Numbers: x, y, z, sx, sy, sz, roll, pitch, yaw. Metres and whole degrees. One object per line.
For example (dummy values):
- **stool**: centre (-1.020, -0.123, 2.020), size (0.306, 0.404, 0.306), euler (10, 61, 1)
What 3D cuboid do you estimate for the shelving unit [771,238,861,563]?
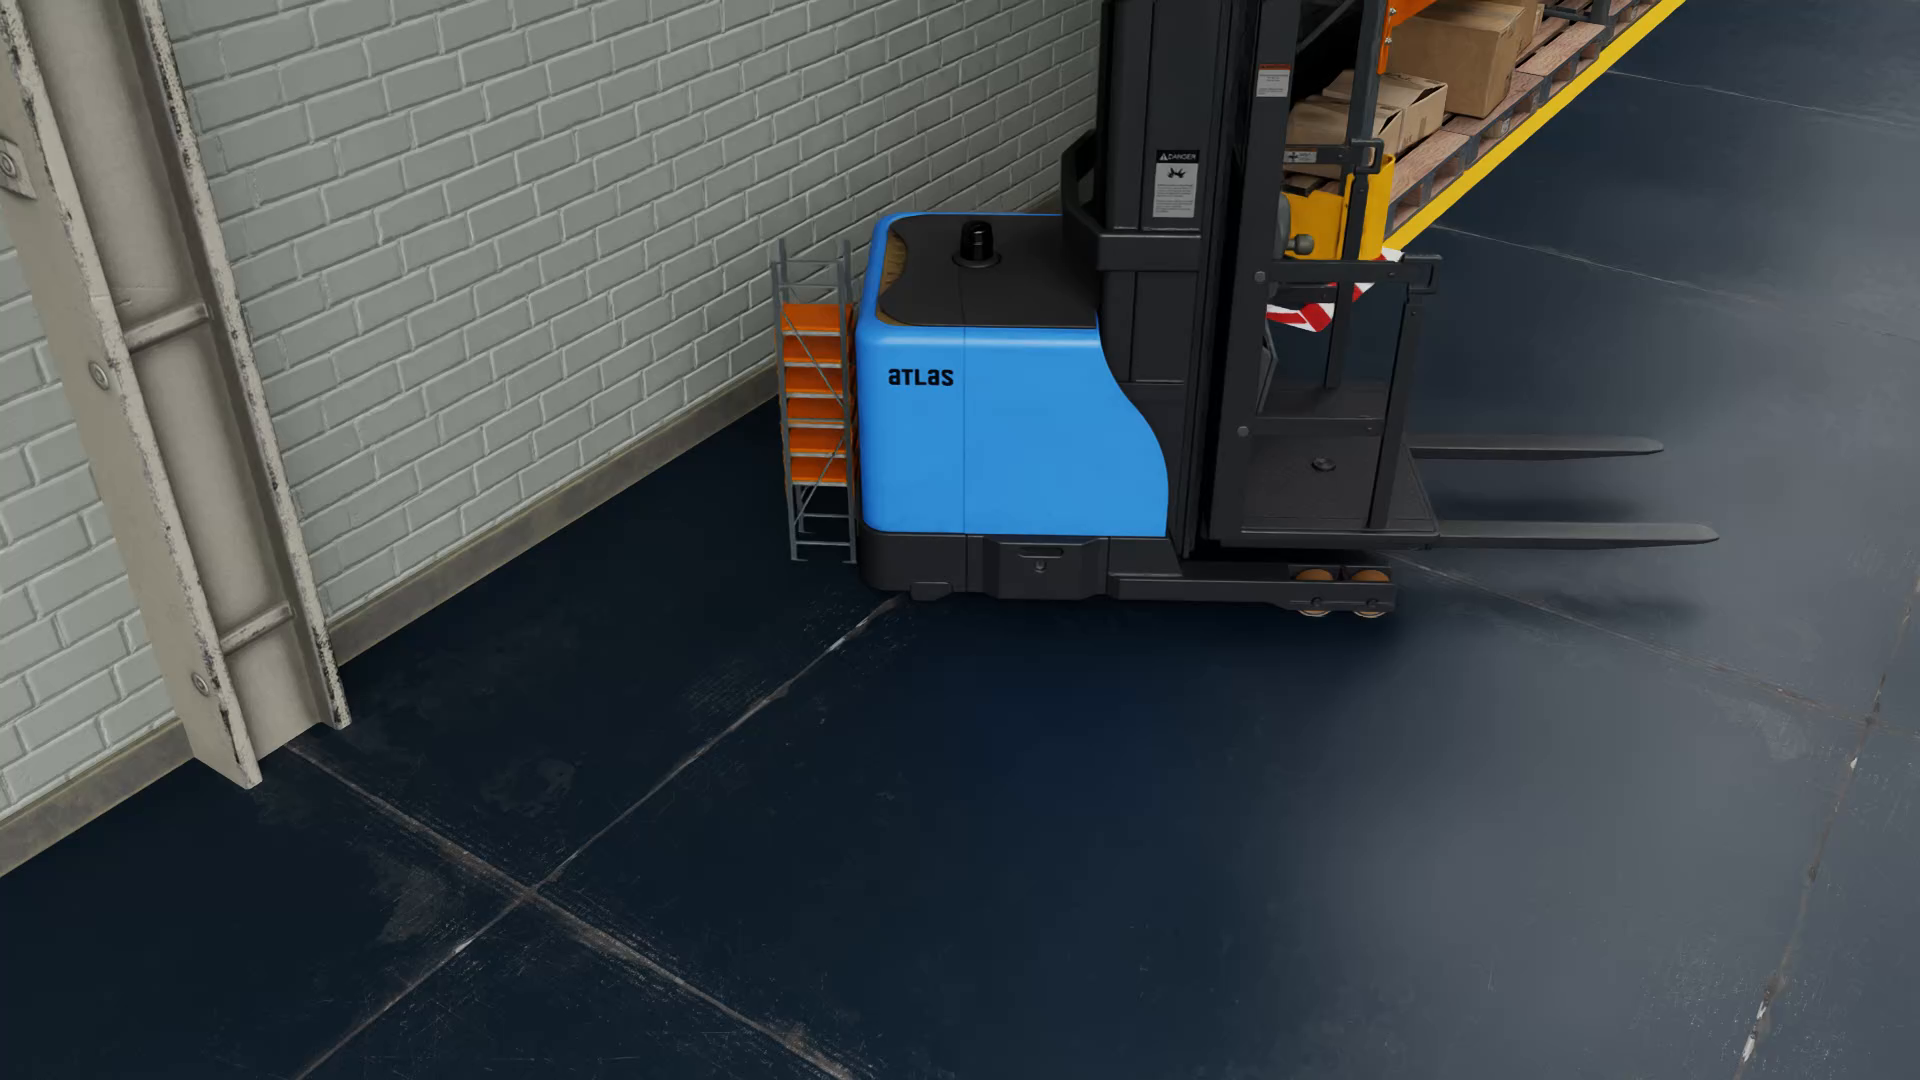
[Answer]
- **shelving unit**: centre (-0.497, -0.467, 5.868), size (0.258, 1.200, 0.189), euler (2, 34, 3)

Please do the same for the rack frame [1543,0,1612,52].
- **rack frame**: centre (3.810, -4.618, 10.401), size (1.000, 3.000, 0.127), euler (21, 39, 28)

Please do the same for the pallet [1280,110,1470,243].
- **pallet**: centre (2.065, -2.019, 9.048), size (1.003, 0.211, 1.213), euler (21, 39, 28)

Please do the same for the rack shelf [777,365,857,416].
- **rack shelf**: centre (-0.497, -0.529, 5.826), size (0.258, 0.103, 0.180), euler (2, 34, 3)

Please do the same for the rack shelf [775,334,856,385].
- **rack shelf**: centre (-0.497, -0.628, 5.758), size (0.258, 0.103, 0.180), euler (2, 34, 3)

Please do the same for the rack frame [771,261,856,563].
- **rack frame**: centre (-0.502, -0.415, 5.793), size (0.240, 1.200, 0.006), euler (2, 34, 3)

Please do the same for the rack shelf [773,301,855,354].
- **rack shelf**: centre (-0.497, -0.727, 5.691), size (0.258, 0.103, 0.180), euler (2, 34, 3)

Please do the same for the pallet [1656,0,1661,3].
- **pallet**: centre (4.948, -4.385, 12.546), size (1.003, 0.211, 1.213), euler (21, 39, 28)

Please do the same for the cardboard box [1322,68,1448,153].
- **cardboard box**: centre (2.323, -2.397, 9.125), size (0.500, 0.311, 0.500), euler (25, 41, 32)

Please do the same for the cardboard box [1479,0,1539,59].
- **cardboard box**: centre (3.251, -3.274, 10.252), size (0.500, 0.500, 0.500), euler (18, 38, 25)

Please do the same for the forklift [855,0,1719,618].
- **forklift**: centre (1.173, -1.246, 5.475), size (3.031, 2.935, 1.130), euler (1, 34, 1)

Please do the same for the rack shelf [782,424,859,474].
- **rack shelf**: centre (-0.496, -0.331, 5.961), size (0.258, 0.103, 0.180), euler (2, 34, 3)

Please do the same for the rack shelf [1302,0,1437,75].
- **rack shelf**: centre (2.670, -3.399, 9.241), size (1.077, 0.370, 4.000), euler (21, 39, 28)

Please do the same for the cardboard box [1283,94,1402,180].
- **cardboard box**: centre (1.998, -2.135, 8.737), size (0.500, 0.311, 0.500), euler (17, 37, 23)

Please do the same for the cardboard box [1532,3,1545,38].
- **cardboard box**: centre (3.530, -3.370, 10.693), size (0.380, 0.166, 0.250), euler (16, 37, 22)

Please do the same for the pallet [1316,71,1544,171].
- **pallet**: centre (2.761, -2.578, 9.874), size (1.003, 0.211, 1.213), euler (21, 39, 28)

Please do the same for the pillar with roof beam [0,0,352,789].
- **pillar with roof beam**: centre (1.334, -1.724, 0.766), size (9.100, 9.000, 0.400), euler (21, 39, 28)

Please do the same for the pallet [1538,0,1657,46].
- **pallet**: centre (4.253, -3.821, 11.712), size (1.003, 0.211, 1.213), euler (21, 39, 28)

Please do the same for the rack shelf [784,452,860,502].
- **rack shelf**: centre (-0.496, -0.232, 6.029), size (0.258, 0.103, 0.180), euler (2, 34, 3)

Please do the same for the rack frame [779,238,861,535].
- **rack frame**: centre (-0.491, -0.518, 5.944), size (0.240, 1.200, 0.006), euler (2, 34, 3)

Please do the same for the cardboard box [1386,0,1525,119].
- **cardboard box**: centre (2.782, -2.797, 9.547), size (0.700, 0.500, 0.500), euler (19, 38, 25)

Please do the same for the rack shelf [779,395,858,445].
- **rack shelf**: centre (-0.496, -0.430, 5.893), size (0.258, 0.103, 0.180), euler (2, 34, 3)

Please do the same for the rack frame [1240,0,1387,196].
- **rack frame**: centre (1.530, -2.777, 7.679), size (1.000, 3.000, 0.127), euler (21, 39, 28)

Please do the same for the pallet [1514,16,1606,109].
- **pallet**: centre (3.456, -3.142, 10.708), size (1.003, 0.211, 1.213), euler (21, 39, 28)
